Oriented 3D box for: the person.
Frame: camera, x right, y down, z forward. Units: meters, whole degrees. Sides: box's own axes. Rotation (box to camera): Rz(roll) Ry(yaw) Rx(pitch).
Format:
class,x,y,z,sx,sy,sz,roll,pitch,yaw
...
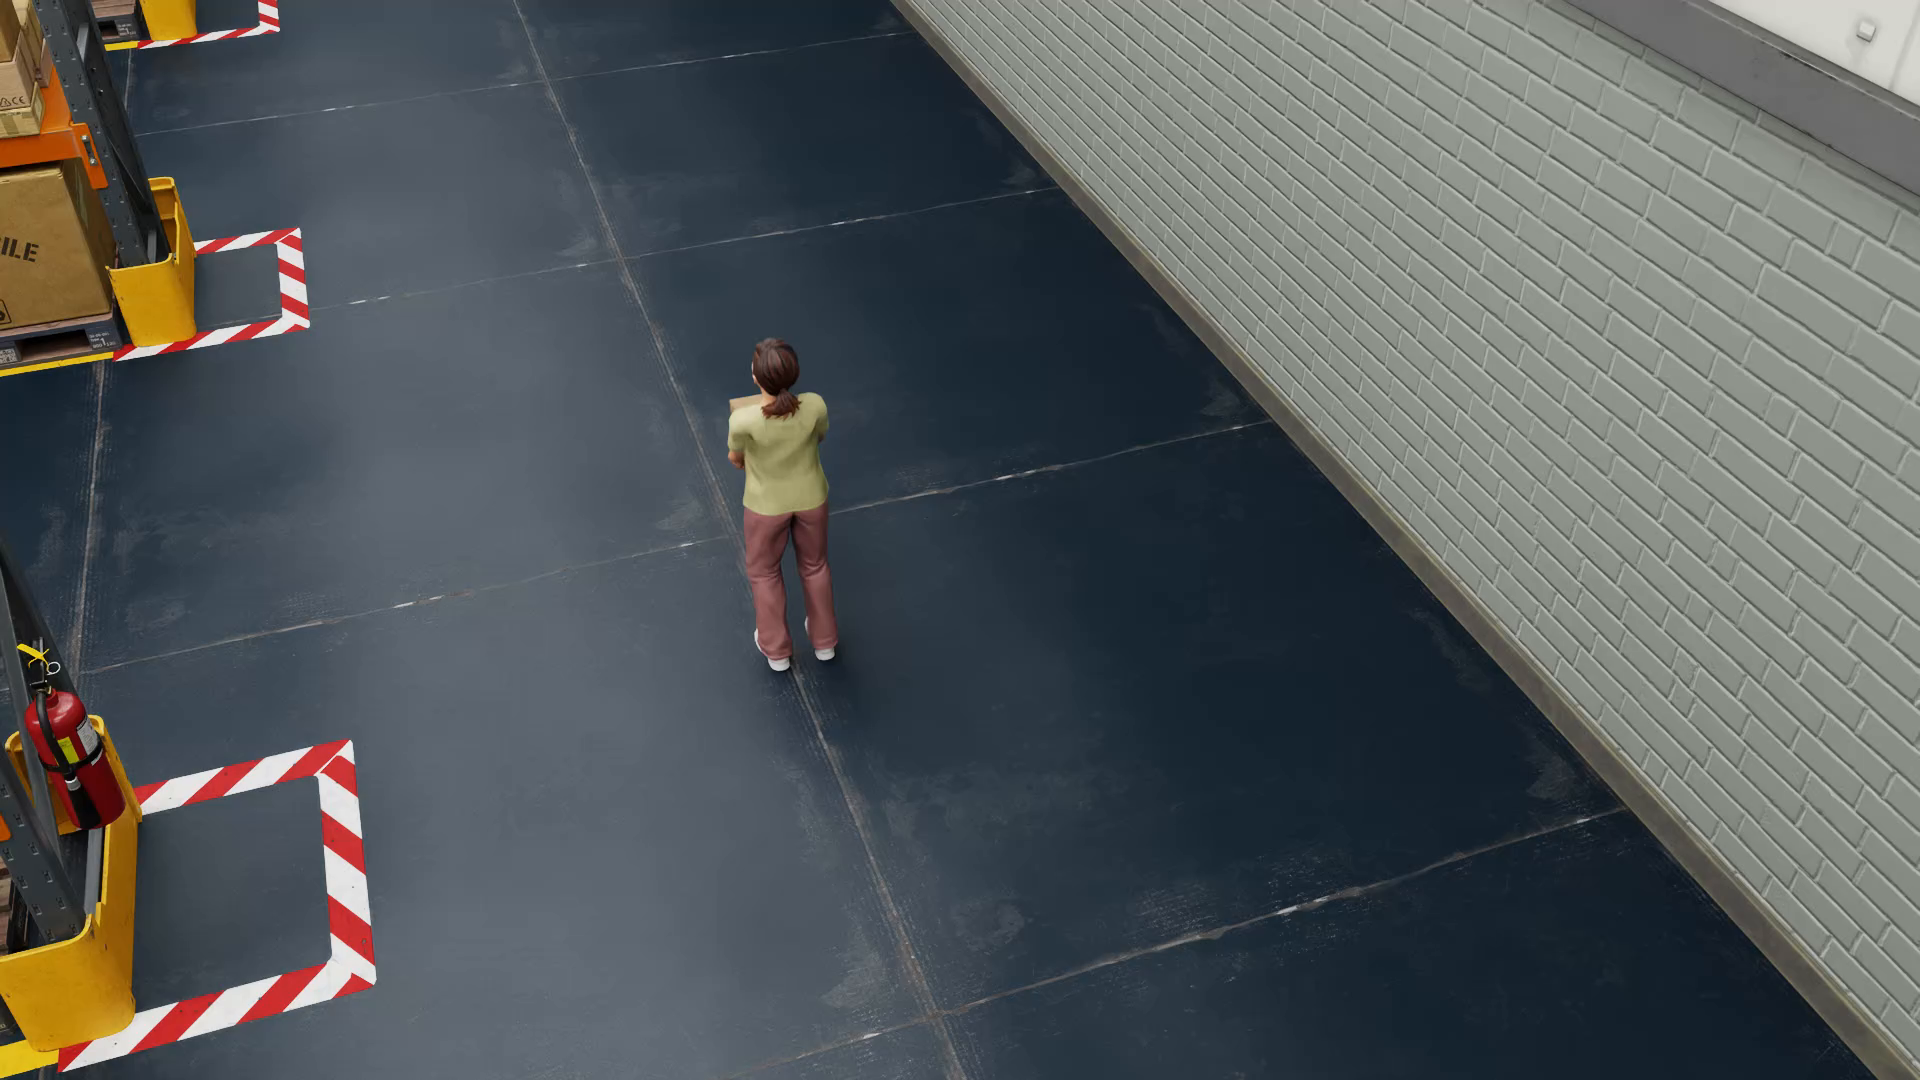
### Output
class,x,y,z,sx,sy,sz,roll,pitch,yaw
person,-0.760,-0.190,7.037,0.427,1.662,0.559,-13,40,-16
